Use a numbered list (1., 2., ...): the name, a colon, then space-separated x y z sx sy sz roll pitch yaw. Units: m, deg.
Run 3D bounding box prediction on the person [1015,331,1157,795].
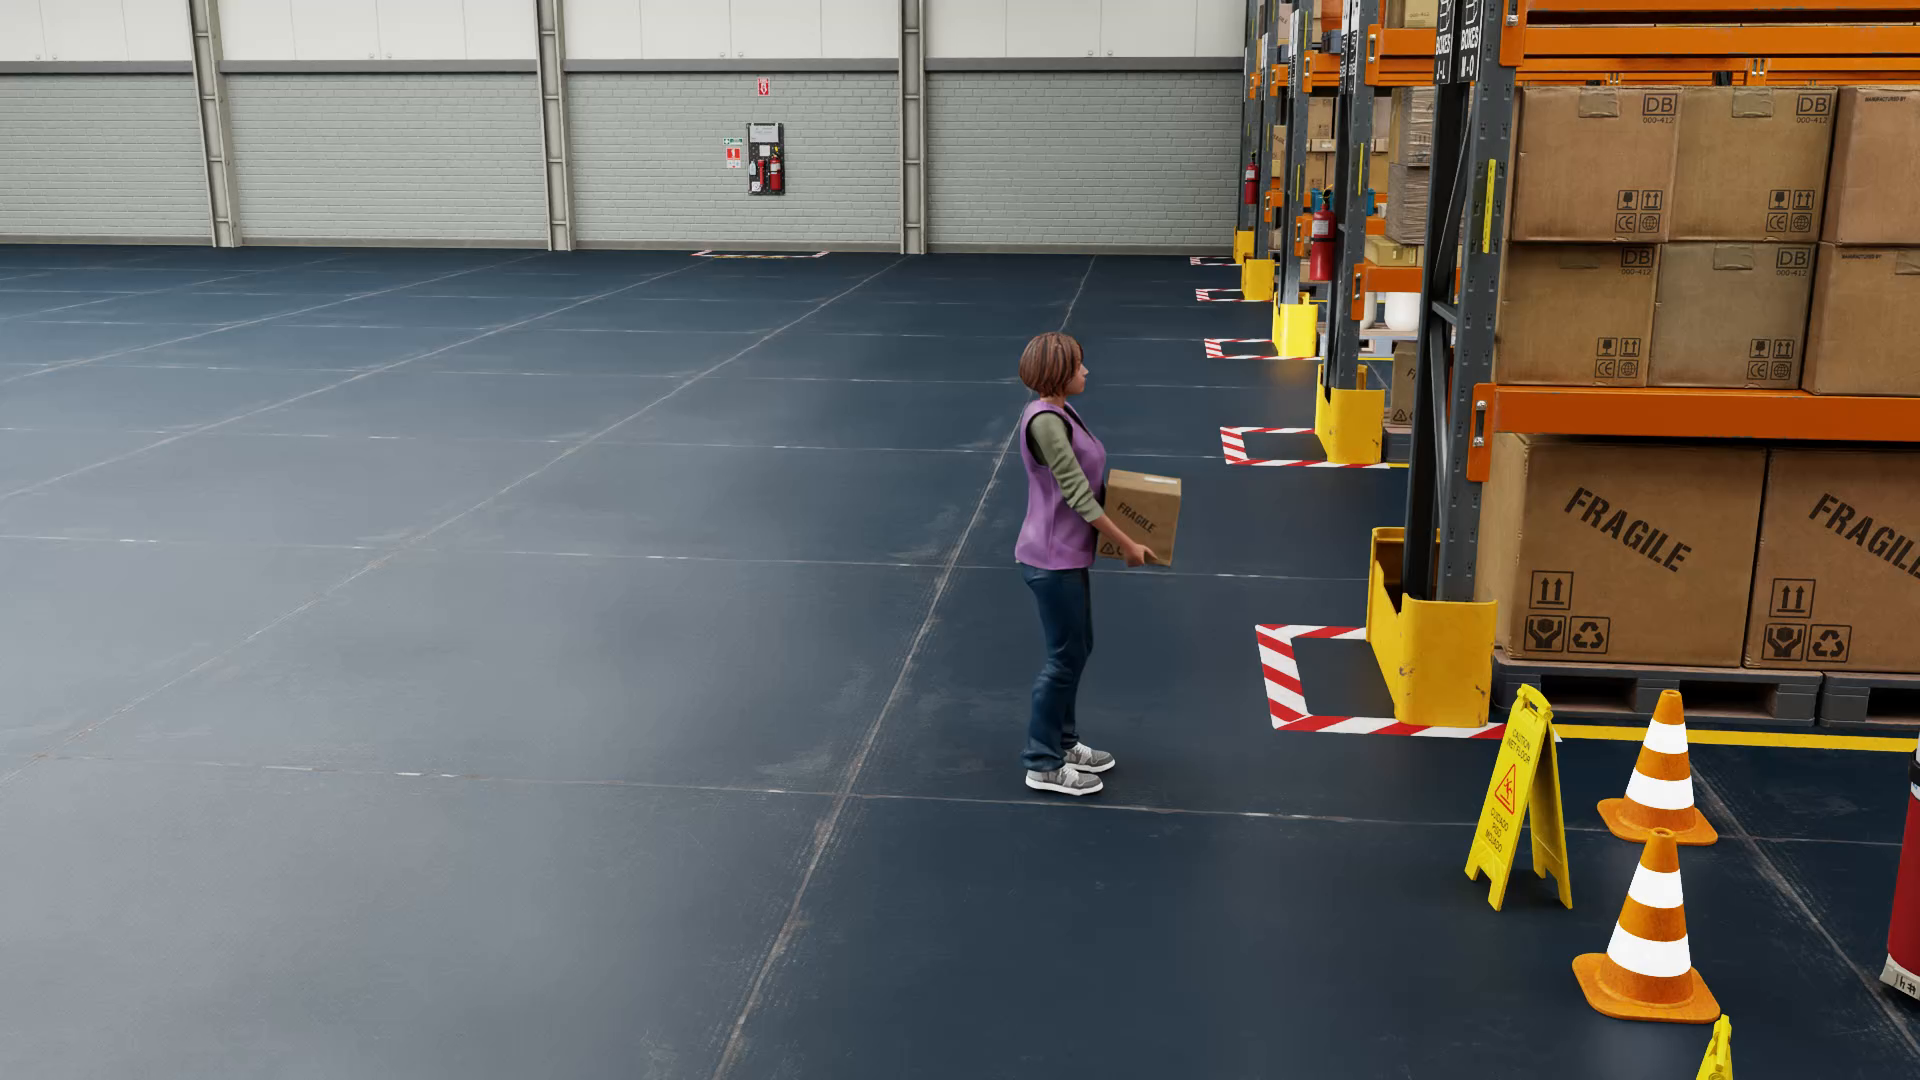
1. person: 0.433 0.129 5.739 0.490 1.496 0.405 2 15 7
